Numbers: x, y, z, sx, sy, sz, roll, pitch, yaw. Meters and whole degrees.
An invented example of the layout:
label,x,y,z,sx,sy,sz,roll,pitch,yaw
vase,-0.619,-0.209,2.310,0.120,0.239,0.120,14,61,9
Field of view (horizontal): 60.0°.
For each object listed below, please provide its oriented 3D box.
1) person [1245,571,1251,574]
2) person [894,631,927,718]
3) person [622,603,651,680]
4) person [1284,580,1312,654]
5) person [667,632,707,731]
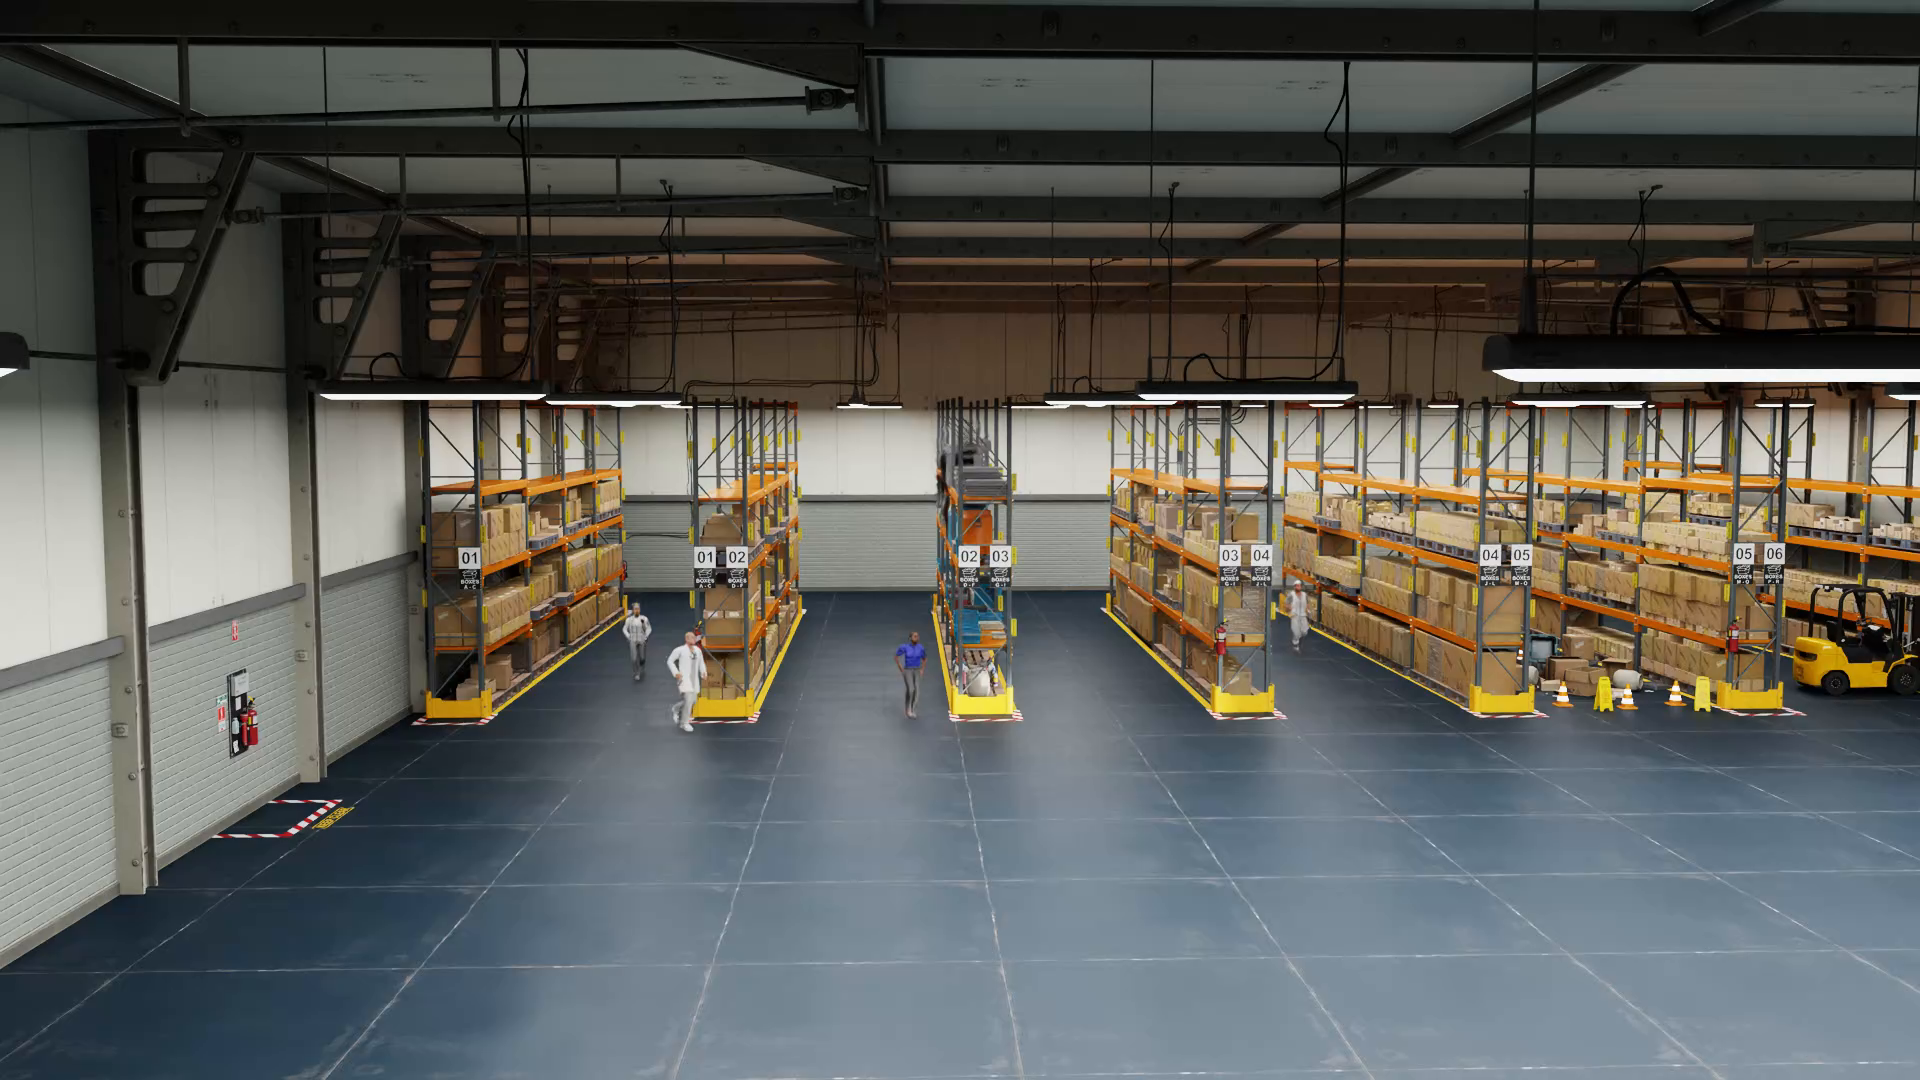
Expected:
label,x,y,z,sx,sy,sz,roll,pitch,yaw
person,8.036,1.307,46.877,0.605,1.564,0.804,1,4,9
person,-0.885,2.516,31.076,0.595,1.605,0.581,-2,5,-20
person,-6.893,2.157,35.498,0.612,1.648,0.576,-1,4,-11
person,8.001,1.820,39.328,0.655,1.740,0.593,-1,4,-8
person,-4.947,2.542,30.127,0.705,1.742,0.767,4,6,43
